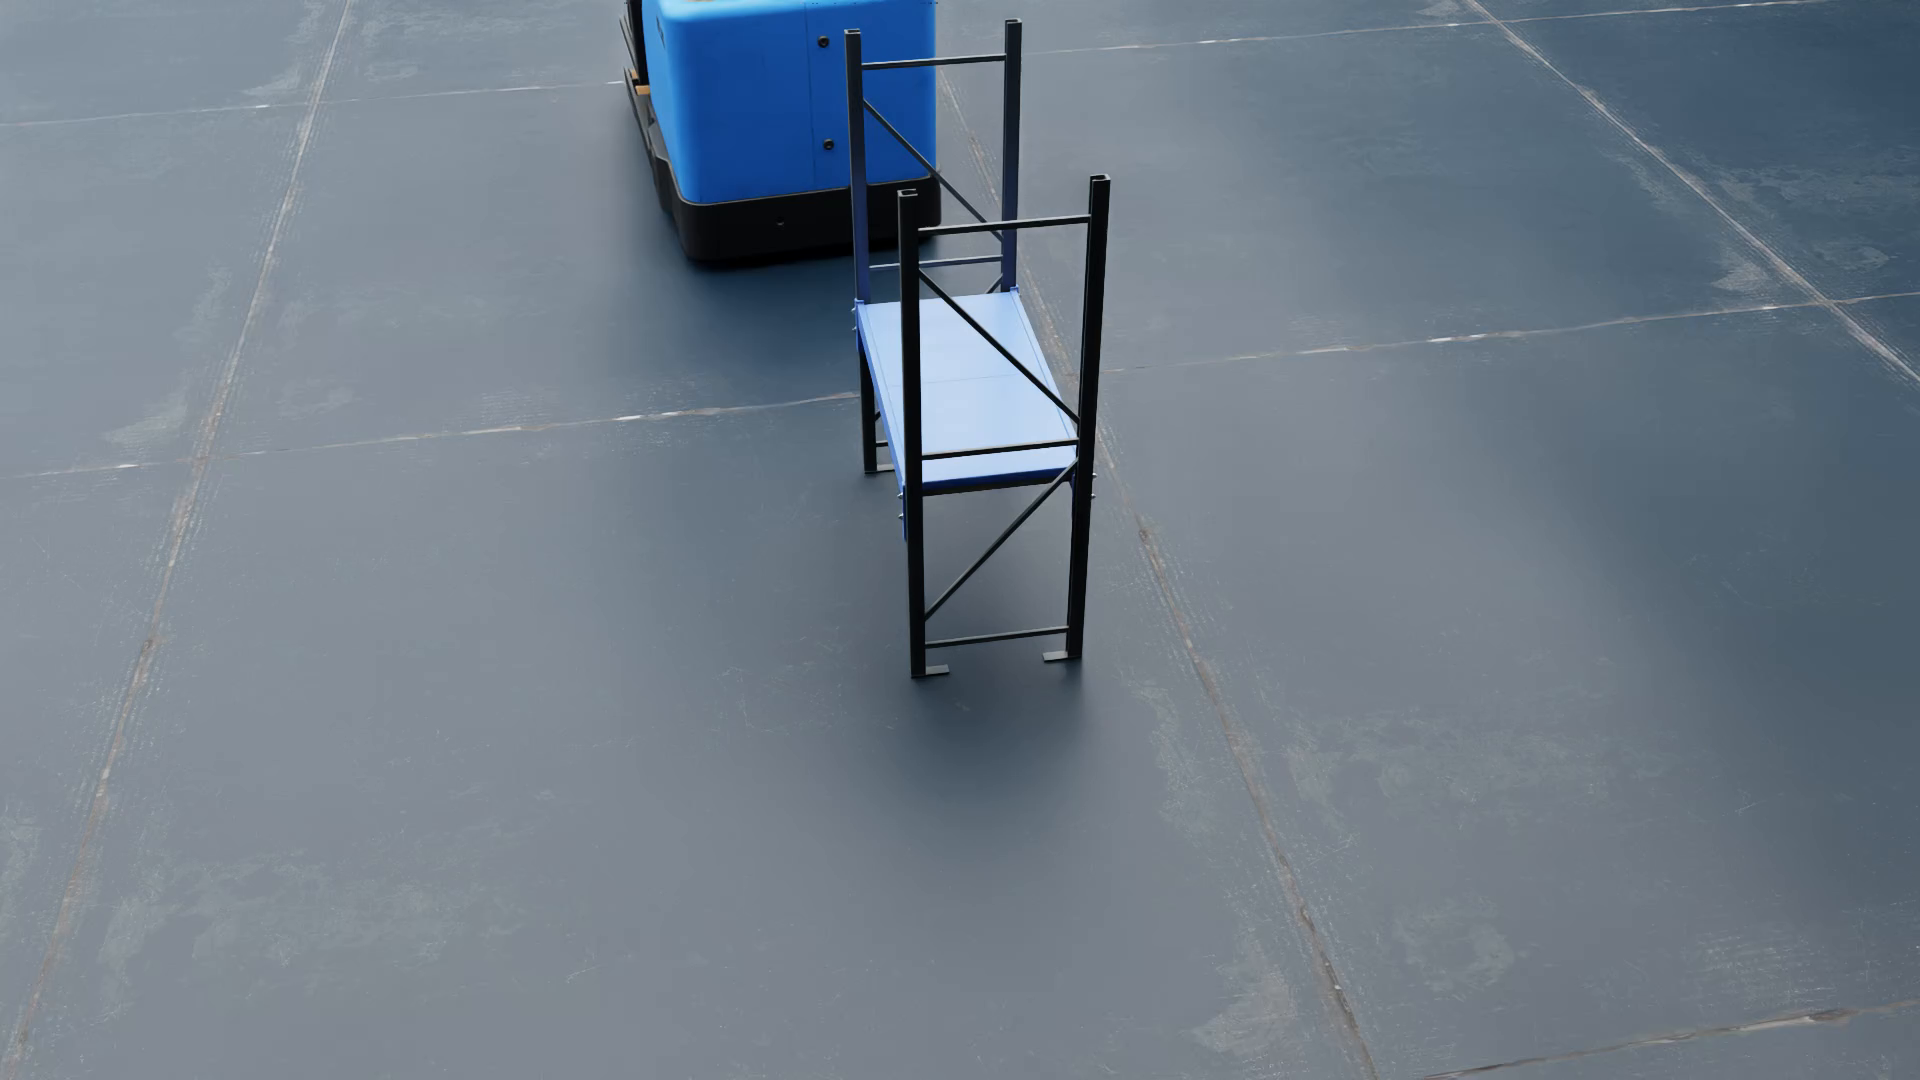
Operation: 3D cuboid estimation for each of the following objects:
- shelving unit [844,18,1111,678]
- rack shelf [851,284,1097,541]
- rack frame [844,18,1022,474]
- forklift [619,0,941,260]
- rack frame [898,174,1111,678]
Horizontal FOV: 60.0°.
[{"bbox_3d":[0.015,-0.541,4.724,0.538,1.500,1.048,-6,38,-8],"label":"shelving unit"},{"bbox_3d":[0.015,-0.399,4.834,0.538,0.185,1.000,-6,38,-8],"label":"rack shelf"},{"bbox_3d":[-0.074,-0.848,5.119,0.500,1.500,0.032,-6,38,-8],"label":"rack frame"},{"bbox_3d":[-0.963,-3.167,6.937,1.130,2.935,3.031,-10,39,-12],"label":"forklift"},{"bbox_3d":[0.104,-0.234,4.328,0.500,1.500,0.032,-6,38,-8],"label":"rack frame"}]
